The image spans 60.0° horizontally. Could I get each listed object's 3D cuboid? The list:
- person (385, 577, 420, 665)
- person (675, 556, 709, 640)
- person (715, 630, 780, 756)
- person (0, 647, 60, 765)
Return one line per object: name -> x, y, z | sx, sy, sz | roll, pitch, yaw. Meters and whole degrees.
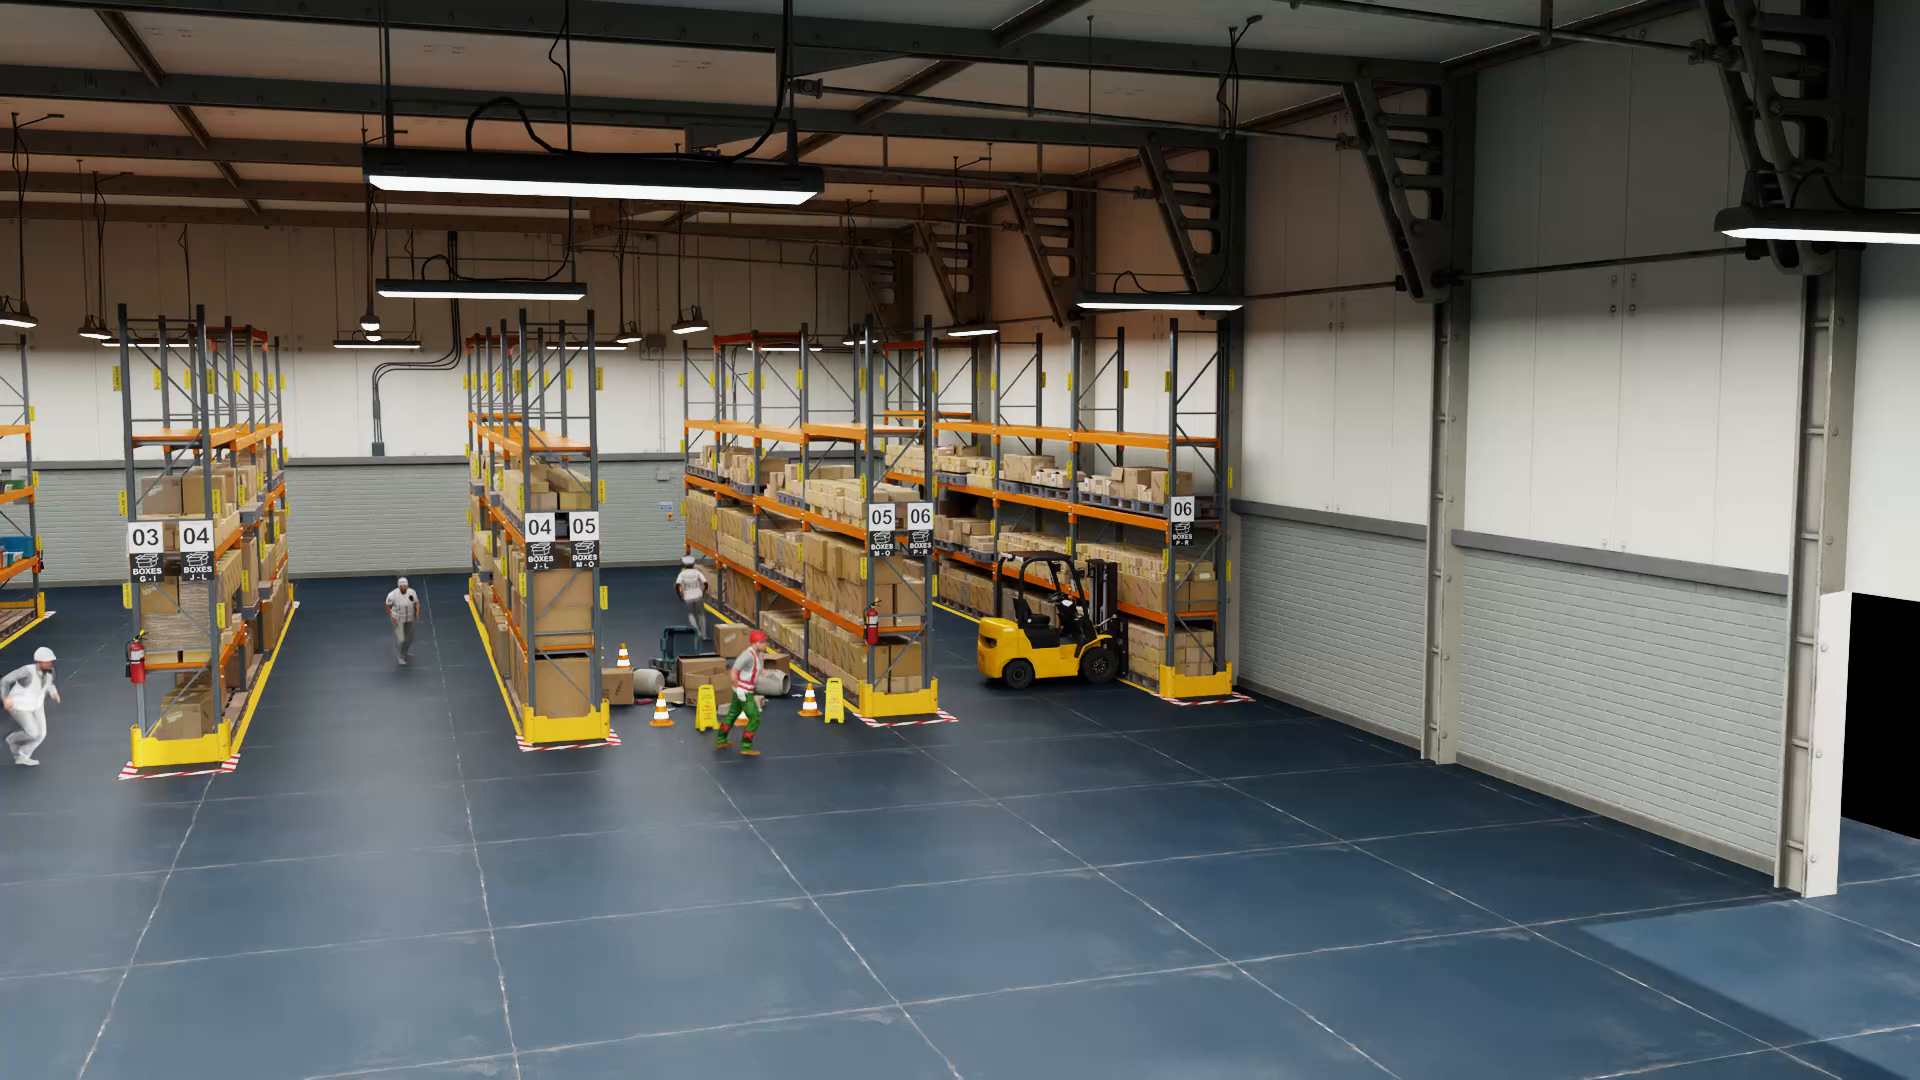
person -> -9.918, 1.423, 29.623 | 0.652, 1.570, 0.860 | -5, 7, -43
person -> -5.228, 1.125, 32.344 | 0.641, 1.632, 0.506 | -1, 6, -13
person -> -2.875, 2.044, 22.407 | 0.907, 1.709, 0.700 | 0, 5, 0
person -> -12.090, 2.174, 21.604 | 0.858, 1.587, 0.684 | 2, 6, 22
